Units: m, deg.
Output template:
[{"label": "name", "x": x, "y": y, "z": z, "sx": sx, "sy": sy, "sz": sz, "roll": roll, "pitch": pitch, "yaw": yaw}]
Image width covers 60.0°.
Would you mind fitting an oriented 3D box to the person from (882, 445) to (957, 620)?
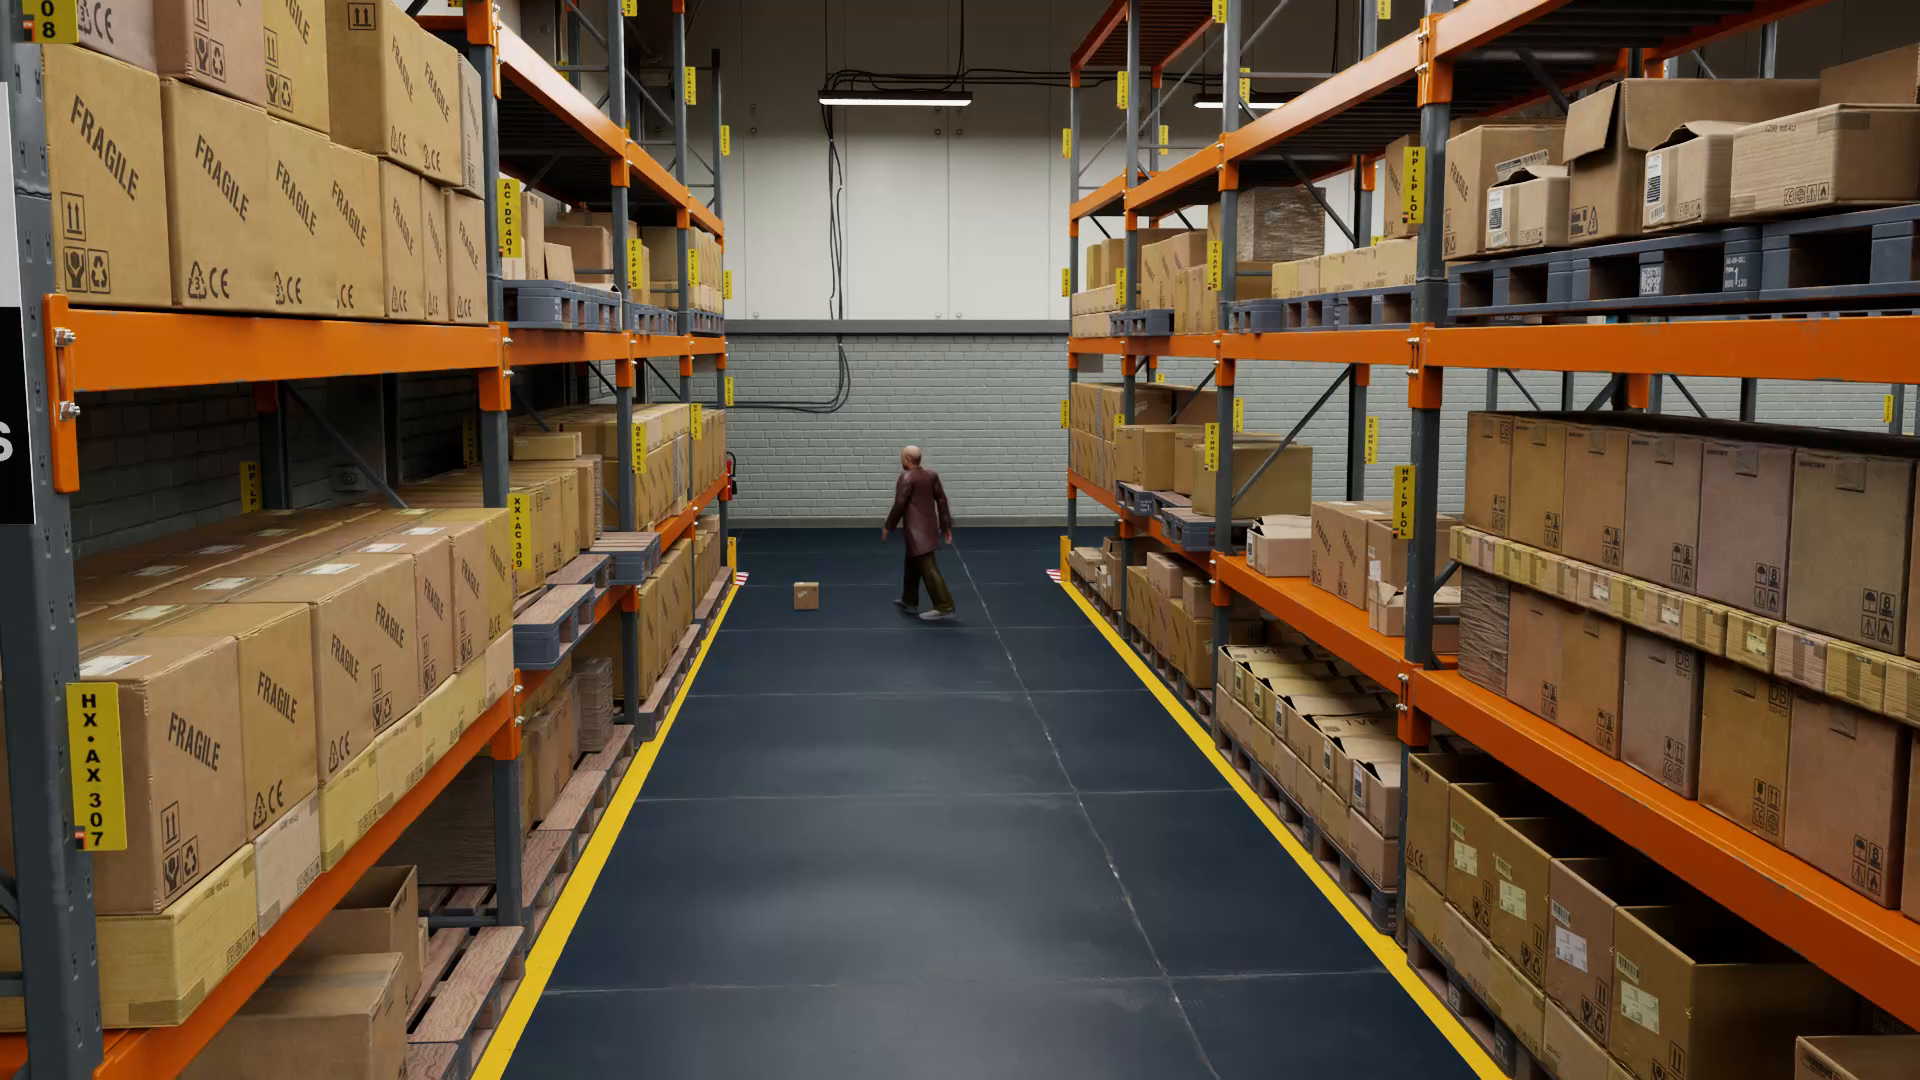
[{"label": "person", "x": -0.403, "y": -0.088, "z": 16.646, "sx": 0.960, "sy": 1.711, "sz": 0.695, "roll": 4, "pitch": 8, "yaw": 32}]
